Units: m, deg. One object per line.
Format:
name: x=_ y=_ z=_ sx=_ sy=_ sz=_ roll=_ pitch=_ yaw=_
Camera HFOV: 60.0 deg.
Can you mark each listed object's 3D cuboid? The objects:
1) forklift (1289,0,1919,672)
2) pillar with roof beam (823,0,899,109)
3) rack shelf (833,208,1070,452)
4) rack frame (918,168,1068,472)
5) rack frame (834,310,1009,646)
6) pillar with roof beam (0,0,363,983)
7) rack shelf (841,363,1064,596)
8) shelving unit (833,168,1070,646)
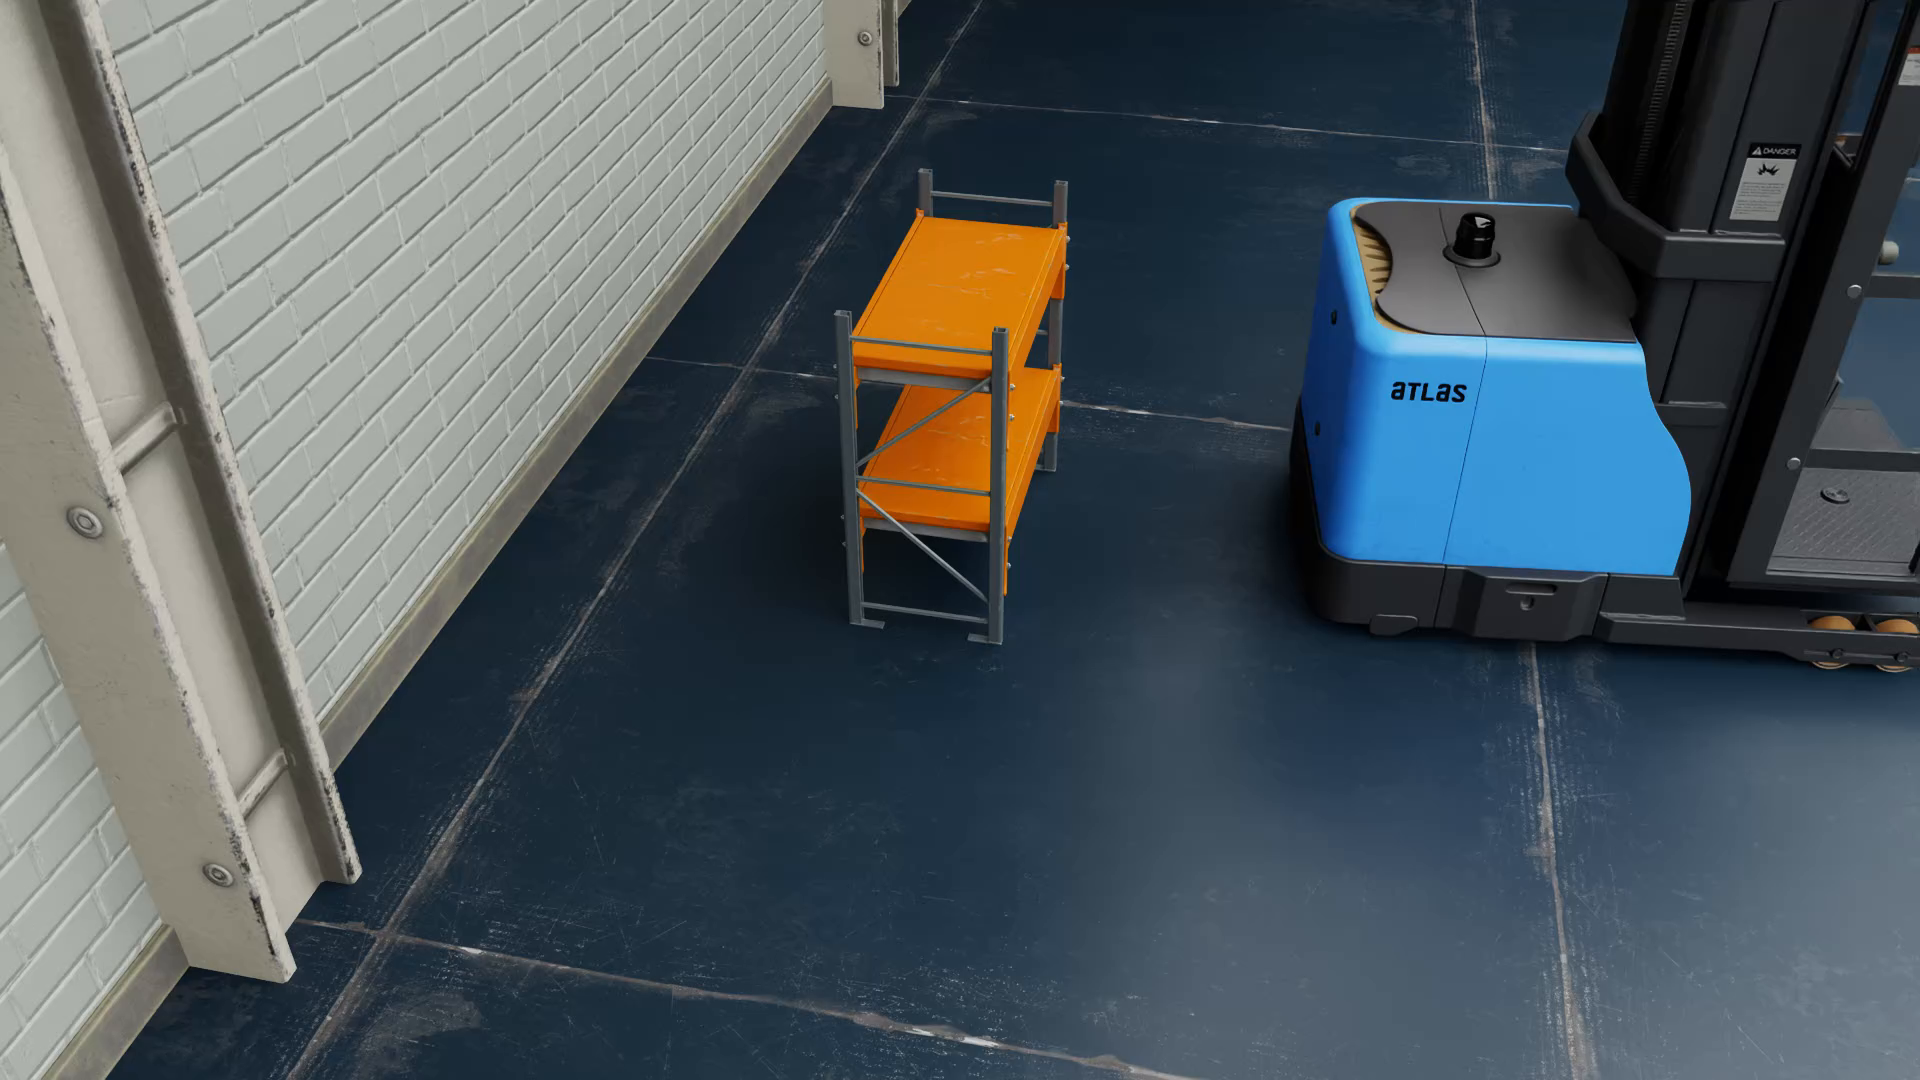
forklift: x=2.668 y=-1.102 z=4.773 sx=3.031 sy=2.935 sz=1.130 roll=3 pitch=36 yaw=4
pillar with roof beam: x=3.675 y=-5.556 z=5.747 sx=9.100 sy=9.000 sz=0.400 roll=7 pitch=37 yaw=10
rack shelf: x=-0.001 y=-0.689 z=5.243 sx=0.538 sy=0.278 sz=1.000 roll=7 pitch=37 yaw=10
rack frame: x=0.107 y=-0.743 z=5.817 sx=0.500 sy=1.125 sz=0.032 roll=7 pitch=37 yaw=10
rack frame: x=-0.110 y=-0.160 z=5.012 sx=0.500 sy=1.125 sz=0.032 roll=7 pitch=37 yaw=10
pillar with roof beam: x=2.394 y=-2.116 z=1.001 sx=9.100 sy=9.000 sz=0.400 roll=7 pitch=37 yaw=10
rack shelf: x=-0.001 y=-0.254 z=5.558 sx=0.538 sy=0.278 sz=1.000 roll=7 pitch=37 yaw=10
shelving unit: x=-0.001 y=-0.452 z=5.415 sx=0.538 sy=1.125 sz=1.048 roll=7 pitch=37 yaw=10
